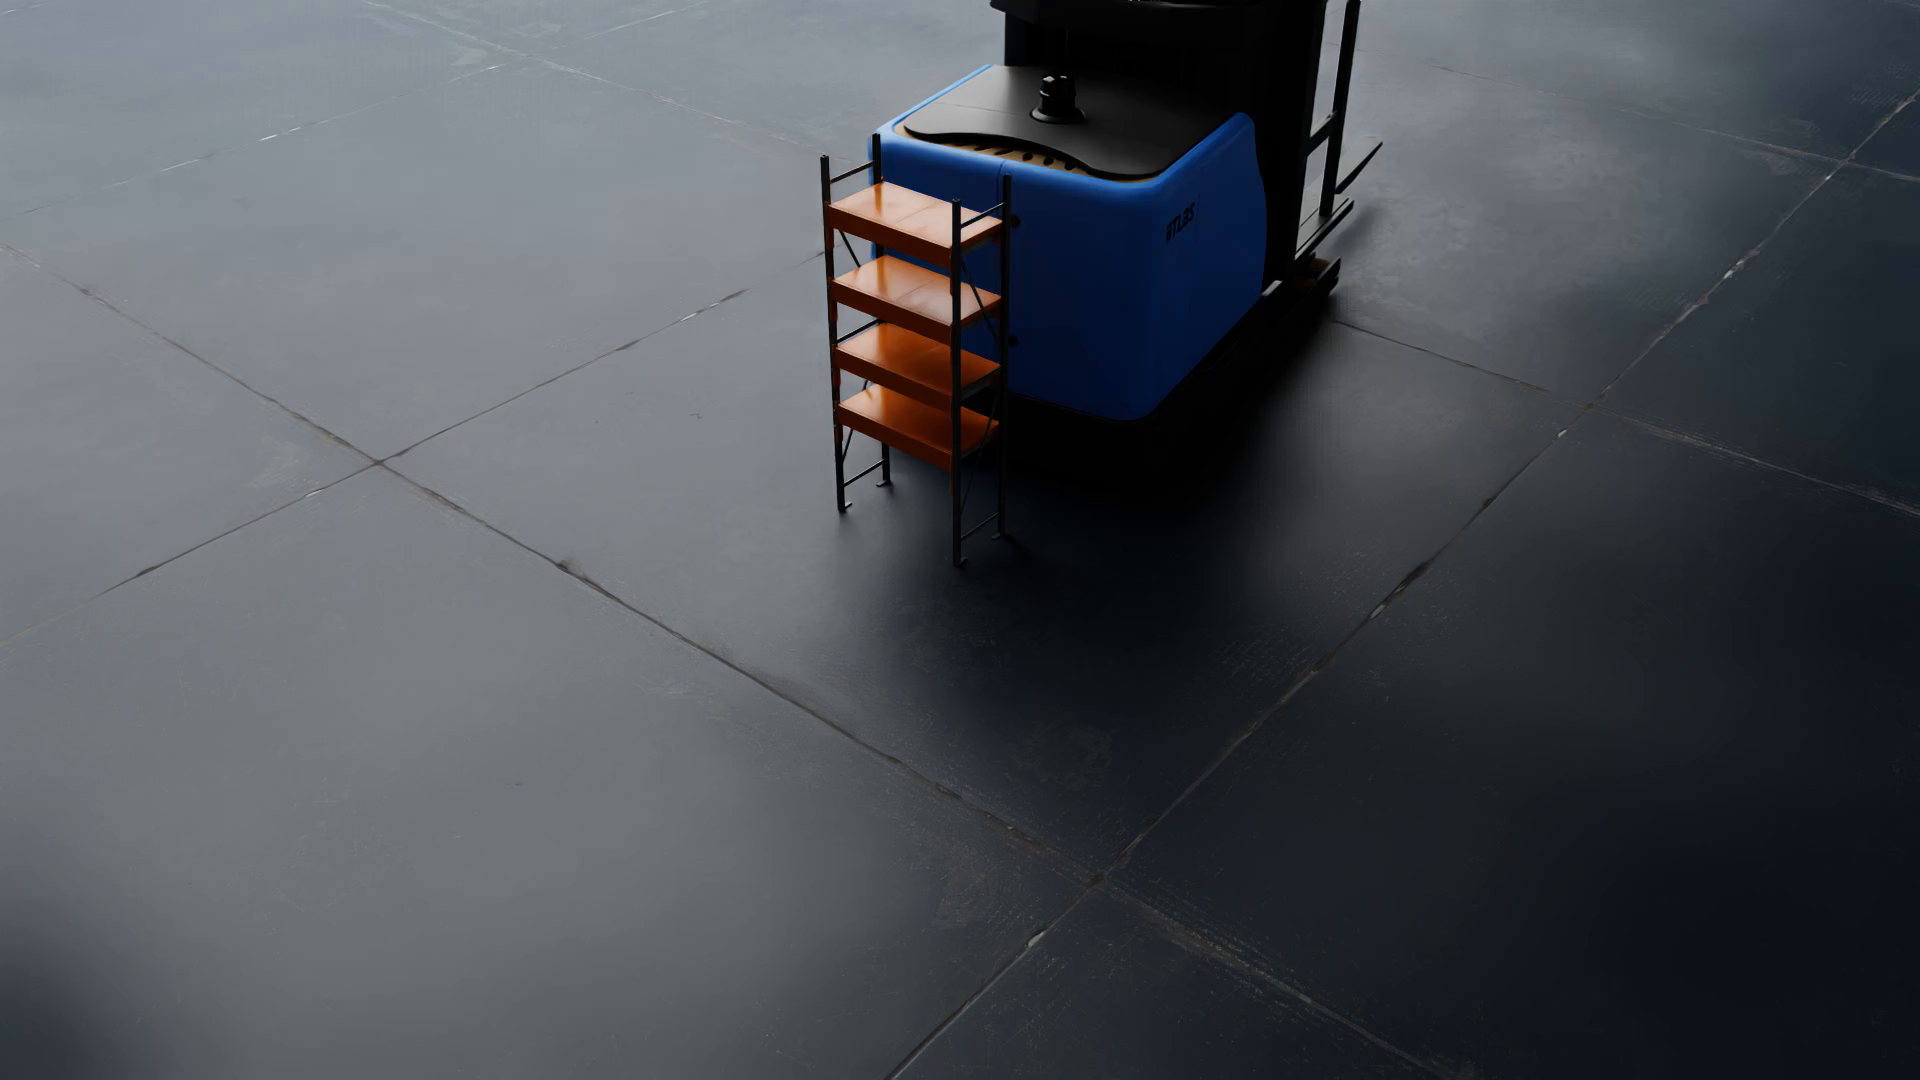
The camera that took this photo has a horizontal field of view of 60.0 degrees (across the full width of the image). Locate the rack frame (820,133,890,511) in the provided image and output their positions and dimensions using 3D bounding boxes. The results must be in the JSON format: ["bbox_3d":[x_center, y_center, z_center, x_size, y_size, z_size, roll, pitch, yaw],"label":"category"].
[{"bbox_3d":[-0.315,-0.643,5.126,0.015,1.200,0.240,25,42,32],"label":"rack frame"}]

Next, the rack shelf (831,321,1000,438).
[{"bbox_3d":[-0.127,-0.499,5.036,0.480,0.148,0.258,25,42,32],"label":"rack shelf"}]

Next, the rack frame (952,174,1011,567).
[{"bbox_3d":[0.060,-0.466,4.869,0.015,1.200,0.240,25,42,32],"label":"rack frame"}]

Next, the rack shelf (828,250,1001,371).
[{"bbox_3d":[-0.127,-0.683,4.909,0.480,0.148,0.258,25,42,32],"label":"rack shelf"}]

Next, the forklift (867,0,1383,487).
[{"bbox_3d":[0.860,-2.187,5.846,1.130,2.935,3.031,18,38,24],"label":"forklift"}]

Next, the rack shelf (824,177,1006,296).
[{"bbox_3d":[-0.127,-0.878,4.775,0.480,0.148,0.258,25,42,32],"label":"rack shelf"}]

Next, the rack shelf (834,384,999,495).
[{"bbox_3d":[-0.127,-0.335,5.148,0.480,0.148,0.258,25,42,32],"label":"rack shelf"}]

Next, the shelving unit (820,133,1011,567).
[{"bbox_3d":[-0.127,-0.555,4.998,0.503,1.200,0.258,25,42,32],"label":"shelving unit"}]
